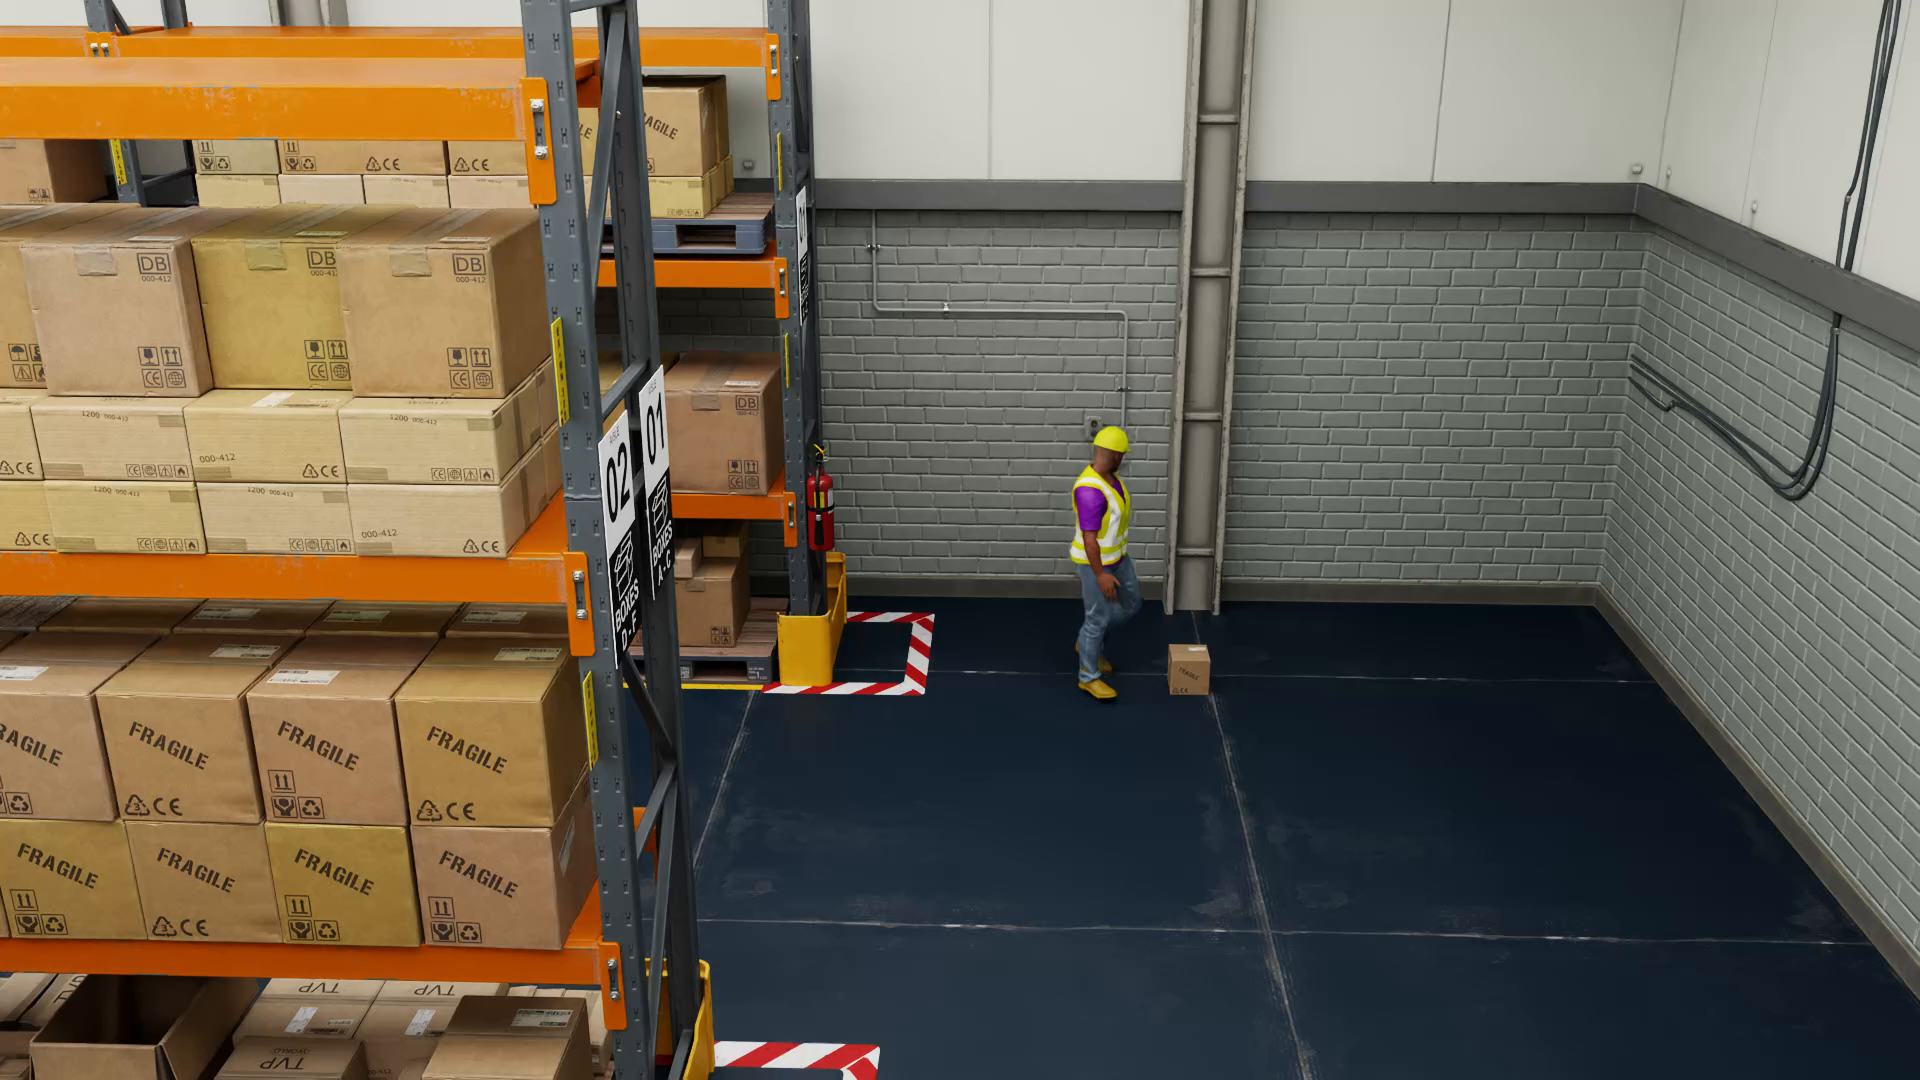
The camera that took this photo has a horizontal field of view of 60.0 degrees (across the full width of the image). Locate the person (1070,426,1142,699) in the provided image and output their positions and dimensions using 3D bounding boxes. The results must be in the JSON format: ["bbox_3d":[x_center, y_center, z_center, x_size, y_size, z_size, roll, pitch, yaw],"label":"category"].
[{"bbox_3d":[0.909,0.132,10.638,0.463,1.771,0.633,10,23,25],"label":"person"}]
